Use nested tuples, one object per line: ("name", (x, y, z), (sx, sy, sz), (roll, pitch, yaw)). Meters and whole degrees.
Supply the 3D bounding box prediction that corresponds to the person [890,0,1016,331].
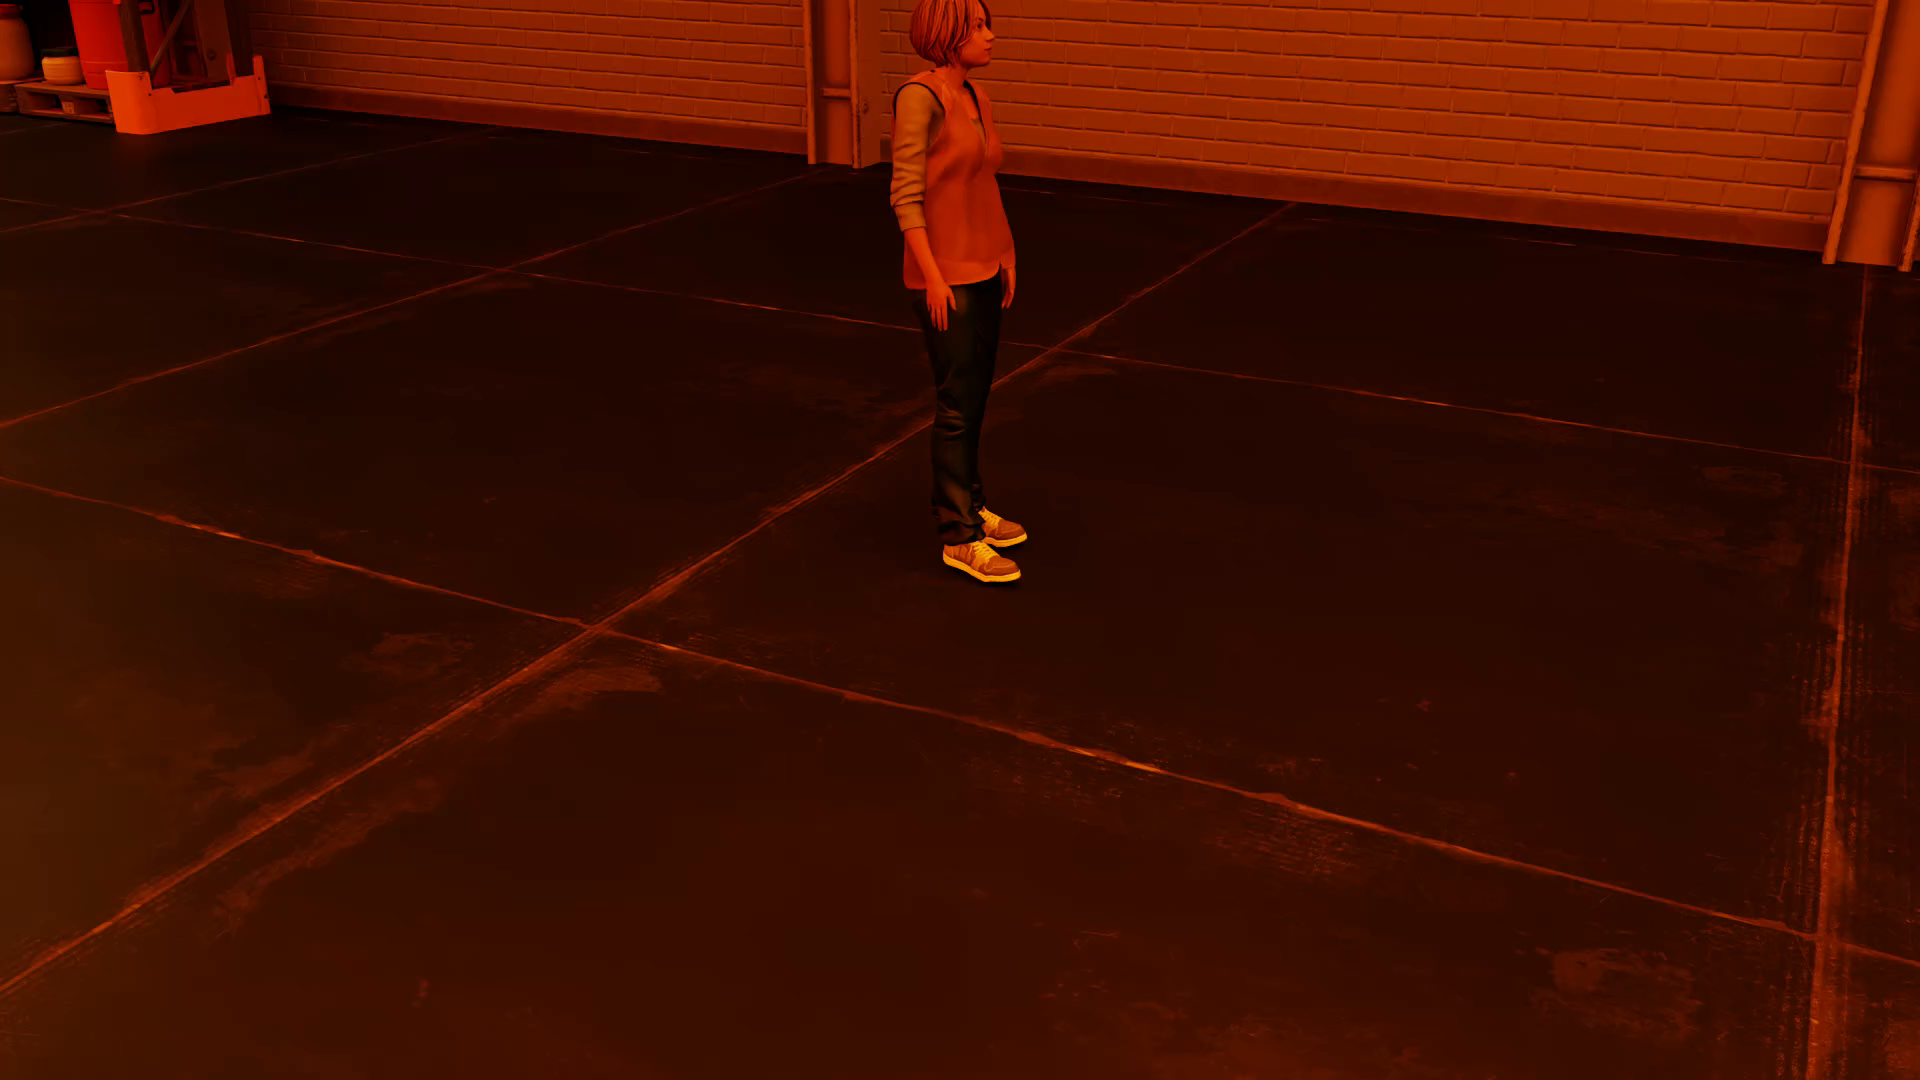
("person", (-0.024, -1.056, 4.626), (0.256, 0.921, 0.502), (11, 25, 25))
